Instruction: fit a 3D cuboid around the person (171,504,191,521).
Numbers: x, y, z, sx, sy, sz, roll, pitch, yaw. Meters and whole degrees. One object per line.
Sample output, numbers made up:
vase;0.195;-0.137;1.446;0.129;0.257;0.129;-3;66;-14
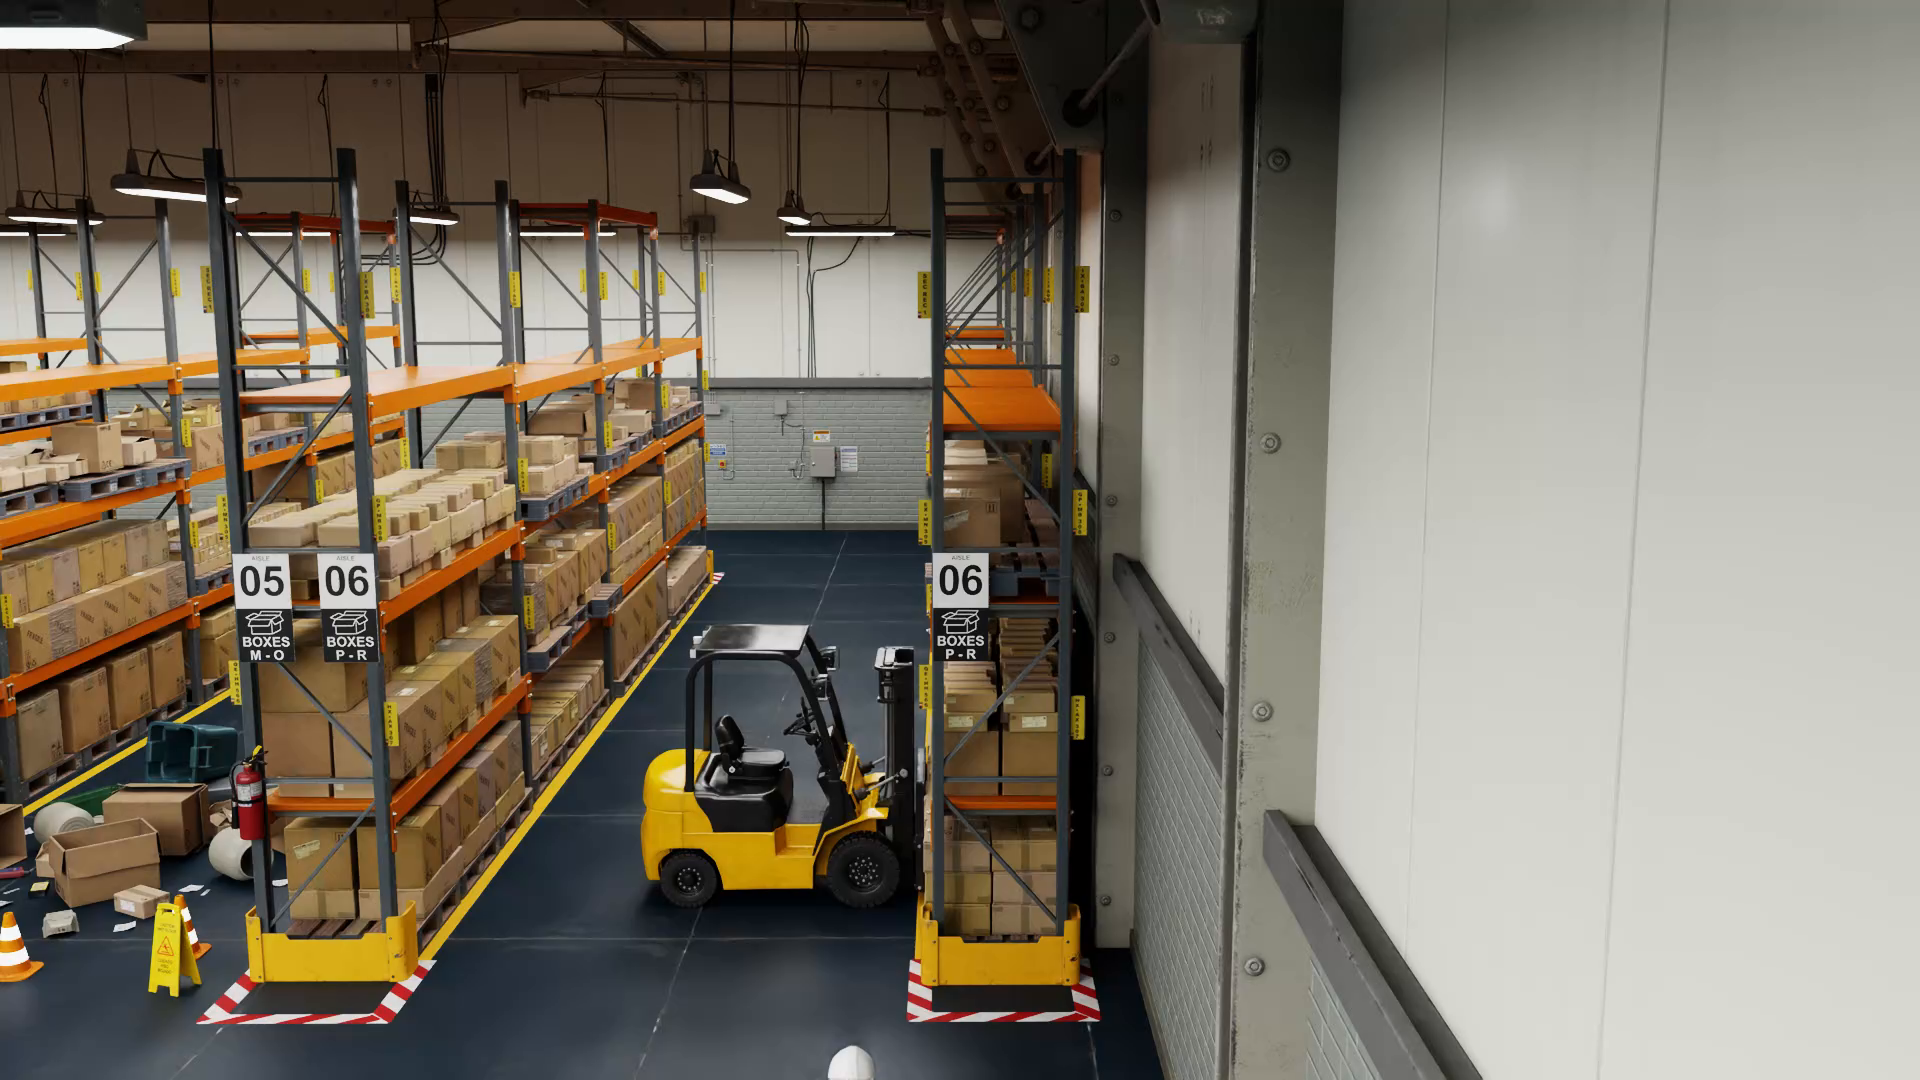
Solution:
person;-11.805;0.219;25.569;0.640;1.703;0.863;0;9;2

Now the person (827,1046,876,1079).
person;-0.510;3.119;7.796;0.648;1.704;0.726;-1;9;-5
